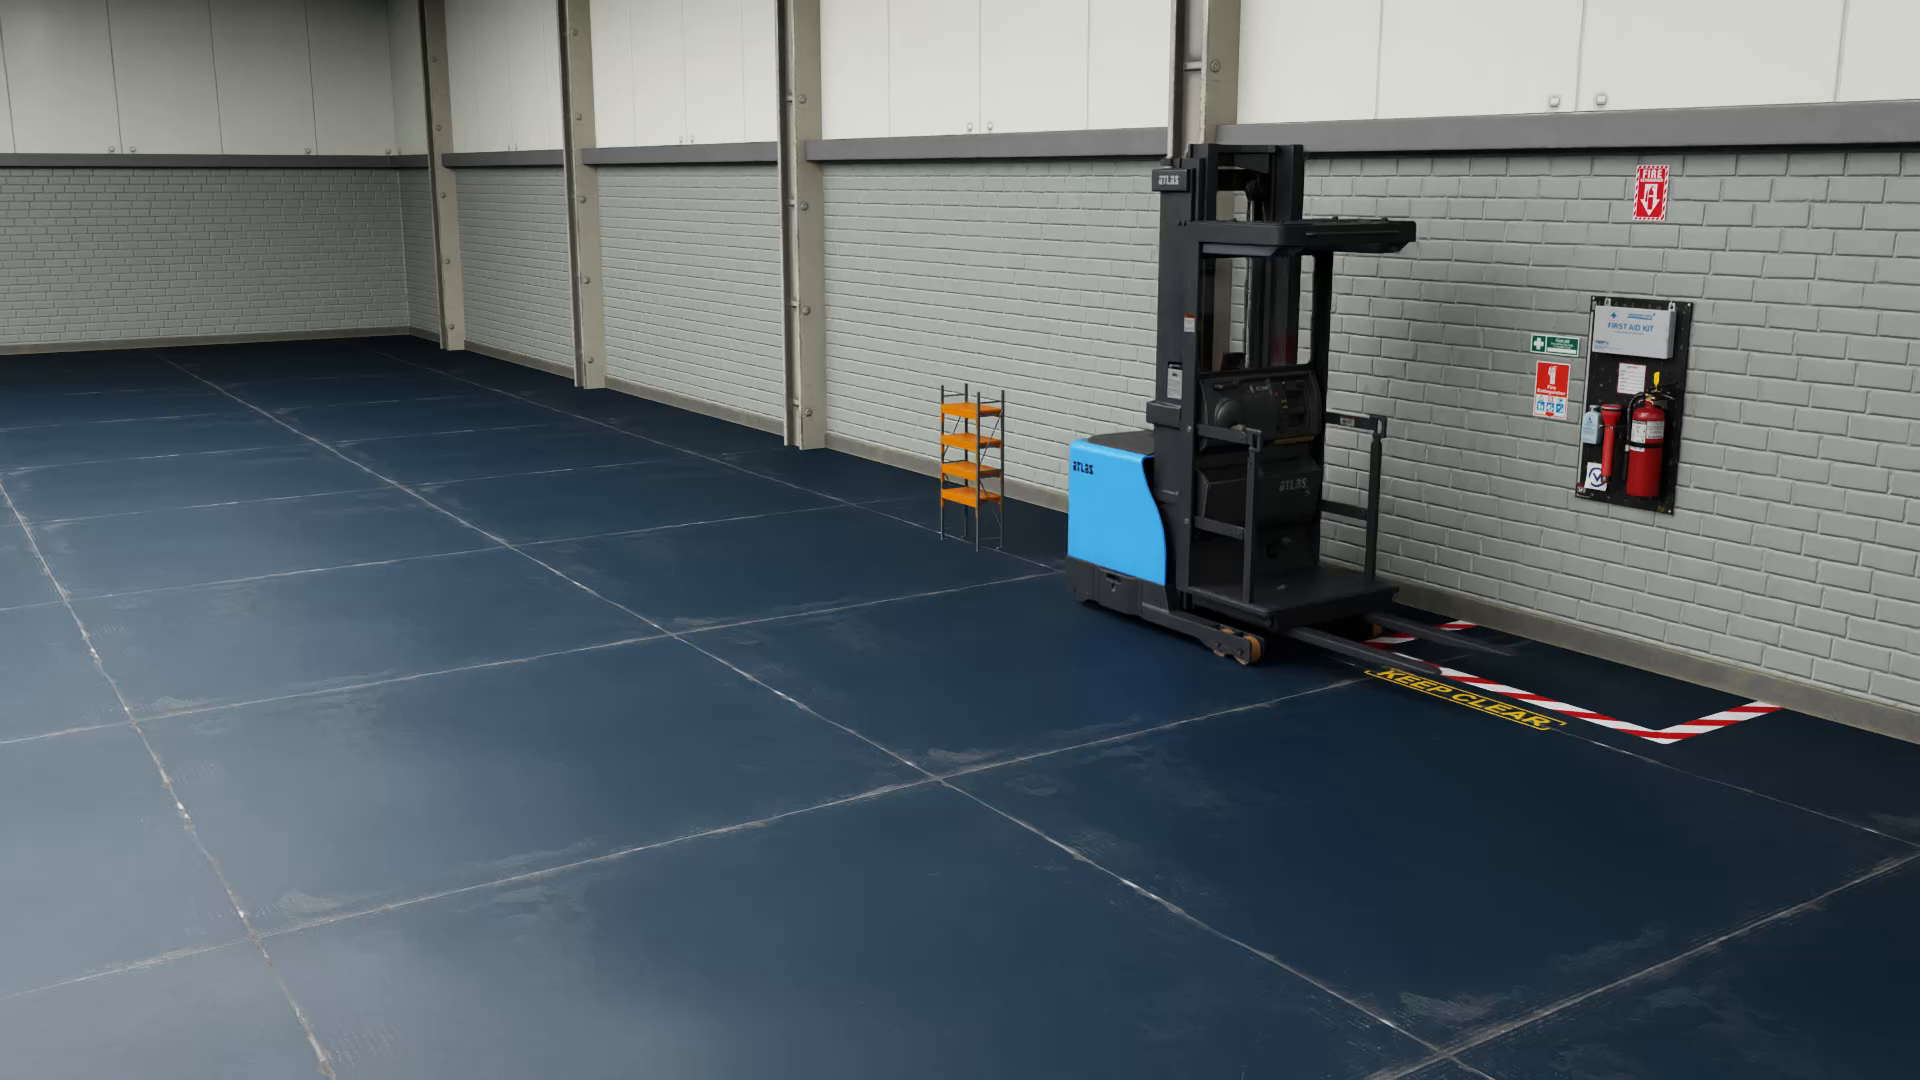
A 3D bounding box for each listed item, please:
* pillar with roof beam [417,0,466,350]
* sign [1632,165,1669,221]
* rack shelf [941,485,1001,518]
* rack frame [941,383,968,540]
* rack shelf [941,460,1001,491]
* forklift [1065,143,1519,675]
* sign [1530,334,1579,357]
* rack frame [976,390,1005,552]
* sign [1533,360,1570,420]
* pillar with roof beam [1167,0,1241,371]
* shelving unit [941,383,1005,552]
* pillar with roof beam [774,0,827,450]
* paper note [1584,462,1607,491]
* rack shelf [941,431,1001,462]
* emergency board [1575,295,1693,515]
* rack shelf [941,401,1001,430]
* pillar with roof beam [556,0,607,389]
[{"bbox_3d":[-11.838,-7.001,23.812,9.100,9.000,0.400,-8,15,-33],"label":"pillar with roof beam"},{"bbox_3d":[3.784,-1.901,9.108,0.001,0.298,0.199,-8,15,-33],"label":"sign"},{"bbox_3d":[0.092,-0.297,12.656,0.258,0.148,0.480,-8,15,-33],"label":"rack shelf"},{"bbox_3d":[-0.043,-0.600,12.797,0.240,1.200,0.015,-8,15,-33],"label":"rack frame"},{"bbox_3d":[0.092,-0.491,12.613,0.258,0.148,0.480,-8,15,-33],"label":"rack shelf"},{"bbox_3d":[1.921,-0.829,9.792,1.130,2.935,3.031,-8,15,-32],"label":"forklift"},{"bbox_3d":[3.480,-1.141,9.732,0.001,0.109,0.331,-8,15,-33],"label":"sign"},{"bbox_3d":[0.227,-0.513,12.401,0.240,1.200,0.015,-8,15,-33],"label":"rack frame"},{"bbox_3d":[3.485,-0.884,9.797,0.001,0.329,0.234,-8,15,-33],"label":"sign"},{"bbox_3d":[-1.866,-3.800,9.174,9.100,9.000,0.400,-8,15,-33],"label":"pillar with roof beam"},{"bbox_3d":[0.092,-0.557,12.599,0.258,1.200,0.503,-8,15,-33],"label":"shelving unit"},{"bbox_3d":[-5.190,-4.867,14.053,9.100,9.000,0.400,-8,15,-33],"label":"pillar with roof beam"},{"bbox_3d":[3.664,-0.365,9.571,0.016,0.148,0.142,-8,15,-33],"label":"paper note"},{"bbox_3d":[0.092,-0.710,12.566,0.258,0.148,0.480,-8,15,-33],"label":"rack shelf"},{"bbox_3d":[3.705,-0.756,9.295,0.194,1.169,0.643,-8,15,-33],"label":"emergency board"},{"bbox_3d":[0.092,-0.941,12.515,0.258,0.148,0.480,-8,15,-33],"label":"rack shelf"},{"bbox_3d":[-8.514,-5.934,18.933,9.100,9.000,0.400,-8,15,-33],"label":"pillar with roof beam"}]
